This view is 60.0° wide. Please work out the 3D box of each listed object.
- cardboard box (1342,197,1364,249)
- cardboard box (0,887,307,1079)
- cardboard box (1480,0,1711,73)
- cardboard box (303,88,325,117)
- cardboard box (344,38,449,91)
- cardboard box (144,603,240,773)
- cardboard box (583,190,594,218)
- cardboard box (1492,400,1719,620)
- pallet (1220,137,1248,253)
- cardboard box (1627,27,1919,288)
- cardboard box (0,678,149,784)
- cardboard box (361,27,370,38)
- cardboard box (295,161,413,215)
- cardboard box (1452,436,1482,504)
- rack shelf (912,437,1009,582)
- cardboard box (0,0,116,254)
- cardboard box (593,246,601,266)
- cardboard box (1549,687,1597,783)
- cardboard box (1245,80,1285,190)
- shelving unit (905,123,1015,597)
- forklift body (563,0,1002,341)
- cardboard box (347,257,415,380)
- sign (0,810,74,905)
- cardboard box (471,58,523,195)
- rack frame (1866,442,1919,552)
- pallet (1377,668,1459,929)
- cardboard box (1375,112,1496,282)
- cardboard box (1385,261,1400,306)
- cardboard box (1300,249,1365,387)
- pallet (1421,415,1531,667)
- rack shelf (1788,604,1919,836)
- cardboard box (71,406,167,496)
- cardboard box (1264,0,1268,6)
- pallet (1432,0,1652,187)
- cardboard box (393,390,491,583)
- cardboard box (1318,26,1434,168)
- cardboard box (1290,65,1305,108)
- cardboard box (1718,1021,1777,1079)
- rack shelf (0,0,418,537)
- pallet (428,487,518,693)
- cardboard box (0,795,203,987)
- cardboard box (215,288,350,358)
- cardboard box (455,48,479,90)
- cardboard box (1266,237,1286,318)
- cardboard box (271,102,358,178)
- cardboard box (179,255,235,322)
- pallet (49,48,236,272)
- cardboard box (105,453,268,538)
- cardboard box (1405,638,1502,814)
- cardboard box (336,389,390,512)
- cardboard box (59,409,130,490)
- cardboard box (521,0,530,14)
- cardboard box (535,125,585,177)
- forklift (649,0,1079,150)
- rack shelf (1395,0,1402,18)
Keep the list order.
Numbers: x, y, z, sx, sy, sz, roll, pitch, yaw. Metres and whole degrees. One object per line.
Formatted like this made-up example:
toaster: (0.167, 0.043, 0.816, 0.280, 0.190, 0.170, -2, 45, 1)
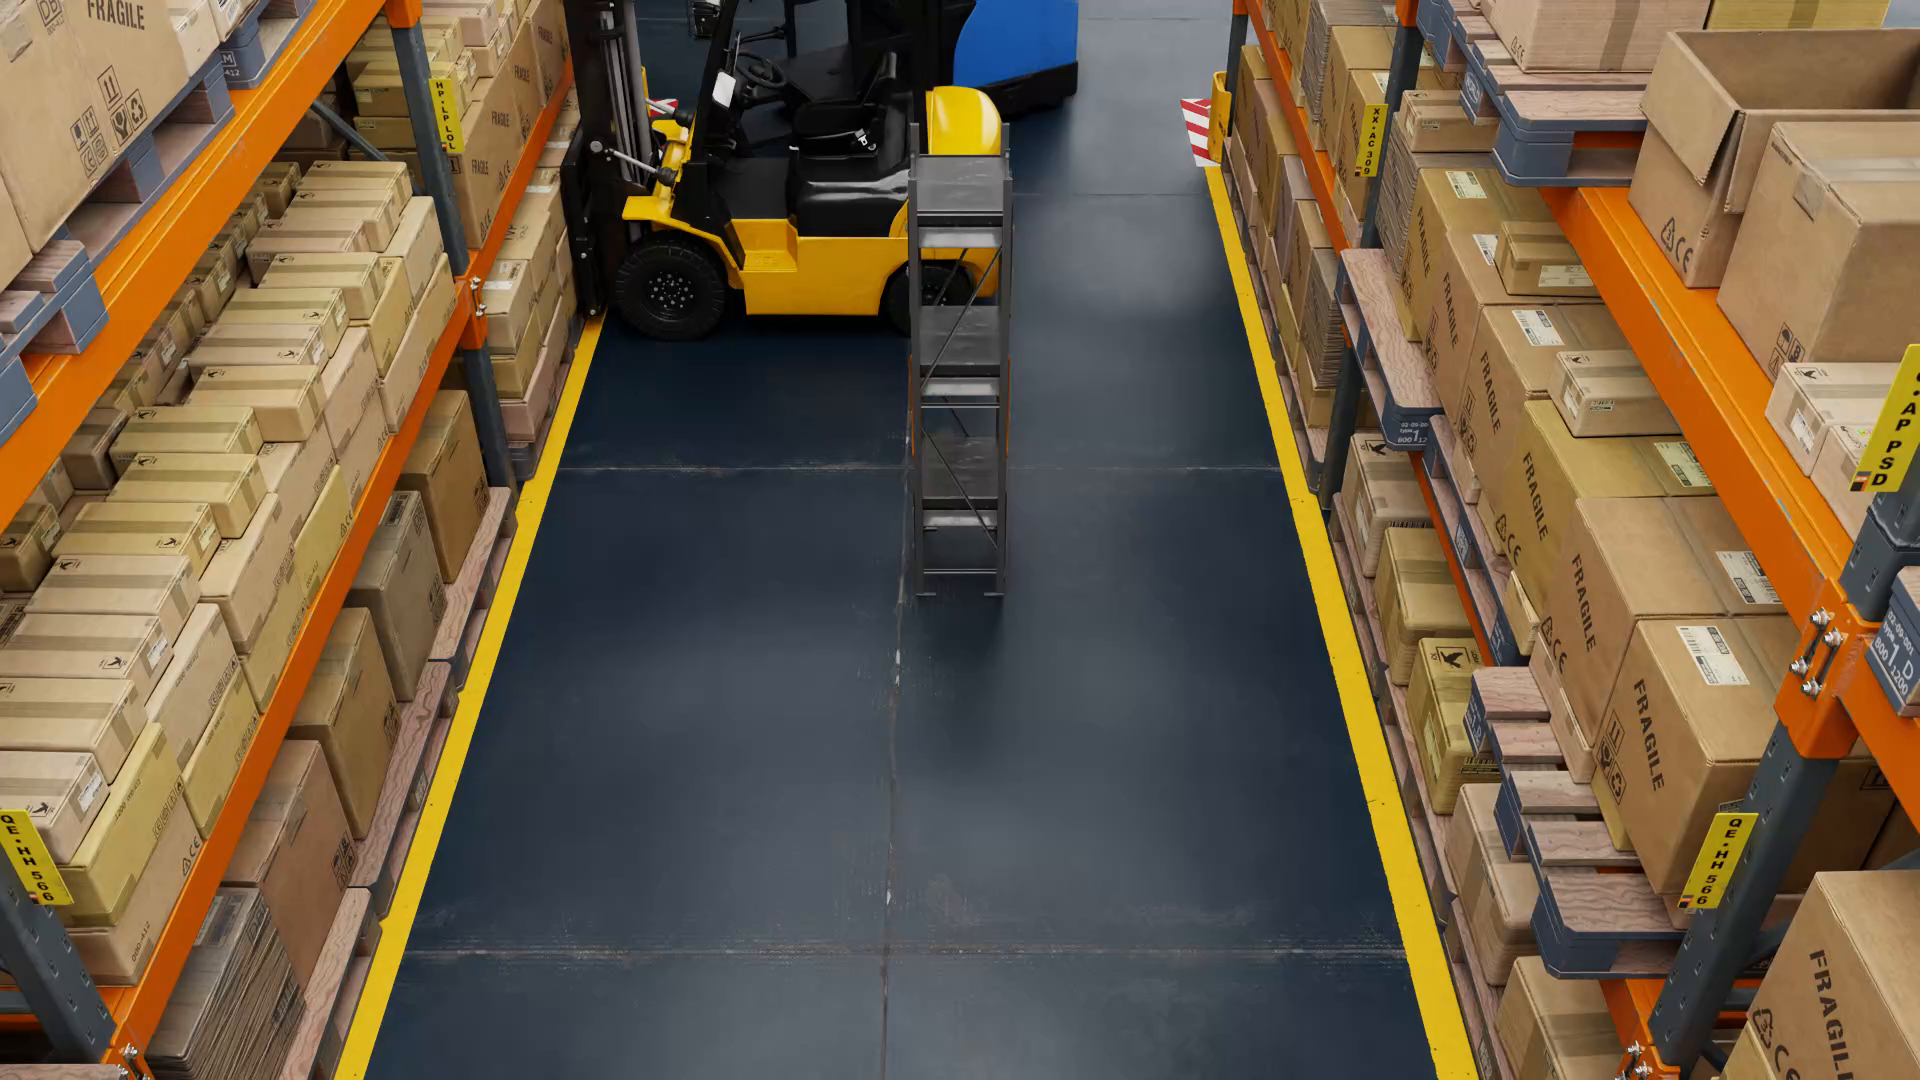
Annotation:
cardboard box: (1.971, -1.451, 7.608, 0.380, 0.149, 0.250, 0, 39, -1)
cardboard box: (-2.669, 1.532, 5.249, 0.875, 0.625, 0.625, 1, 39, 1)
cardboard box: (1.901, -1.627, 5.012, 0.500, 0.250, 0.500, 0, 39, -1)
cardboard box: (-2.990, -1.950, 7.194, 0.380, 0.149, 0.250, 0, 39, 0)
cardboard box: (-2.499, -2.114, 7.398, 0.380, 0.149, 0.250, 1, 39, 1)
cardboard box: (-2.438, 0.432, 4.778, 0.500, 0.250, 0.500, 1, 39, 1)
cardboard box: (-2.370, -1.876, 9.401, 0.500, 0.250, 0.500, 0, 39, 0)
cardboard box: (1.989, -0.089, 5.054, 0.500, 0.500, 0.500, -3, 39, -3)
pallet: (2.238, -2.206, 10.580, 1.003, 0.211, 1.213, 0, 39, 0)
cardboard box: (2.251, -1.012, 4.378, 0.797, 0.503, 0.637, 0, 39, 0)
cardboard box: (-2.390, 0.500, 4.374, 0.380, 0.149, 0.250, 1, 39, 1)
cardboard box: (-3.010, -2.319, 7.893, 0.380, 0.149, 0.250, 0, 39, 0)
cardboard box: (-2.465, -1.421, 6.772, 0.380, 0.149, 0.250, 1, 39, 2)
cardboard box: (1.935, -0.253, 5.778, 0.380, 0.149, 0.250, 1, 39, 2)
rack shelf: (0.000, -0.159, 7.656, 0.431, 0.518, 0.480, 0, 39, 0)
cardboard box: (-2.540, -1.022, 3.978, 0.700, 0.500, 0.500, -1, 39, -1)
cardboard box: (-2.369, -1.693, 9.572, 0.500, 0.250, 0.500, 1, 39, 1)
cardboard box: (1.928, 0.557, 4.767, 0.380, 0.149, 0.250, 0, 39, 0)
cardboard box: (2.002, -2.387, 9.839, 0.500, 0.500, 0.500, -1, 39, -2)
shelving unit: (0.000, -0.716, 7.210, 0.431, 2.100, 0.503, 0, 39, 0)
forklift body: (-0.865, -2.328, 9.181, 2.313, 2.155, 1.214, 0, 39, 0)
cardboard box: (-2.423, -0.850, 6.378, 0.500, 0.250, 0.500, -1, 39, -1)
sign: (-2.140, 0.732, 3.821, 0.100, 0.325, 0.005, 0, 39, 0)
cardboard box: (-2.444, -1.985, 7.994, 0.500, 0.500, 0.500, 1, 39, 1)
rack frame: (2.281, -1.188, 2.282, 1.000, 3.000, 0.127, 0, 39, 0)
pallet: (2.283, 0.992, 6.589, 1.003, 0.211, 1.213, 0, 39, 0)
cardboard box: (1.990, -1.374, 6.658, 0.500, 0.500, 0.500, 1, 39, 1)
cardboard box: (1.961, -1.068, 6.795, 0.380, 0.149, 0.250, 0, 39, 1)
cardboard box: (2.008, -1.102, 8.235, 0.500, 0.500, 0.500, -1, 39, -1)
pallet: (2.238, -0.010, 5.763, 1.003, 0.211, 1.213, 0, 39, 0)
rack shelf: (2.284, 1.514, 1.884, 1.077, 0.370, 4.000, 0, 39, 0)
cardboard box: (-2.954, -0.206, 5.574, 0.500, 0.250, 0.500, -1, 39, -1)
cardboard box: (1.999, -3.385, 9.502, 0.500, 0.500, 0.500, 1, 39, 1)
pallet: (2.175, -1.411, 5.109, 1.213, 0.211, 1.003, 0, 39, 0)
cardboard box: (-2.675, -0.253, 7.476, 0.875, 0.625, 0.625, 2, 39, 2)
cardboard box: (2.020, -2.103, 7.903, 0.500, 0.500, 0.500, 1, 39, 1)
cardboard box: (1.960, -2.407, 8.802, 0.380, 0.149, 0.250, 0, 39, 0)
cardboard box: (2.035, 1.334, 3.653, 0.500, 0.250, 0.500, 0, 39, 0)
rack shelf: (-2.685, -0.982, 4.998, 1.077, 0.370, 4.000, 0, 39, 0)
pallet: (-2.647, 0.206, 7.569, 1.003, 0.211, 1.213, 0, 39, 0)
cardboard box: (-2.439, 0.940, 4.544, 0.500, 0.250, 0.500, 0, 39, 0)
cardboard box: (-2.428, -0.778, 5.970, 0.380, 0.149, 0.250, -1, 39, -1)
cardboard box: (-2.454, -2.159, 7.692, 0.380, 0.149, 0.250, 0, 39, 0)
cardboard box: (2.001, -1.460, 9.281, 0.500, 0.250, 0.500, 1, 39, 1)
cardboard box: (-2.958, -1.662, 7.591, 0.500, 0.500, 0.500, 0, 39, 0)
cardboard box: (-2.933, -0.931, 6.160, 0.380, 0.149, 0.250, 0, 39, 0)
pallet: (-2.777, -1.062, 4.674, 1.003, 0.211, 1.213, 2, 39, 2)
cardboard box: (-2.400, -0.140, 5.173, 0.380, 0.149, 0.250, 1, 39, 1)
cardboard box: (2.286, 0.726, 6.457, 0.950, 0.372, 0.625, 1, 39, 1)
cardboard box: (-2.449, -0.344, 6.146, 0.500, 0.250, 0.500, 0, 39, 0)
cardboard box: (-2.906, -0.297, 5.368, 0.380, 0.149, 0.250, 1, 39, 1)
cardboard box: (-2.406, -2.801, 8.494, 0.380, 0.149, 0.250, -1, 39, -1)
cardboard box: (-2.369, -2.085, 9.263, 0.500, 0.250, 0.500, -1, 39, -1)
forklift: (-0.692, -4.069, 10.729, 3.031, 2.935, 1.130, -21, 43, -24)
rack shelf: (2.274, -3.489, 8.127, 1.077, 0.370, 4.000, 0, 39, 0)
